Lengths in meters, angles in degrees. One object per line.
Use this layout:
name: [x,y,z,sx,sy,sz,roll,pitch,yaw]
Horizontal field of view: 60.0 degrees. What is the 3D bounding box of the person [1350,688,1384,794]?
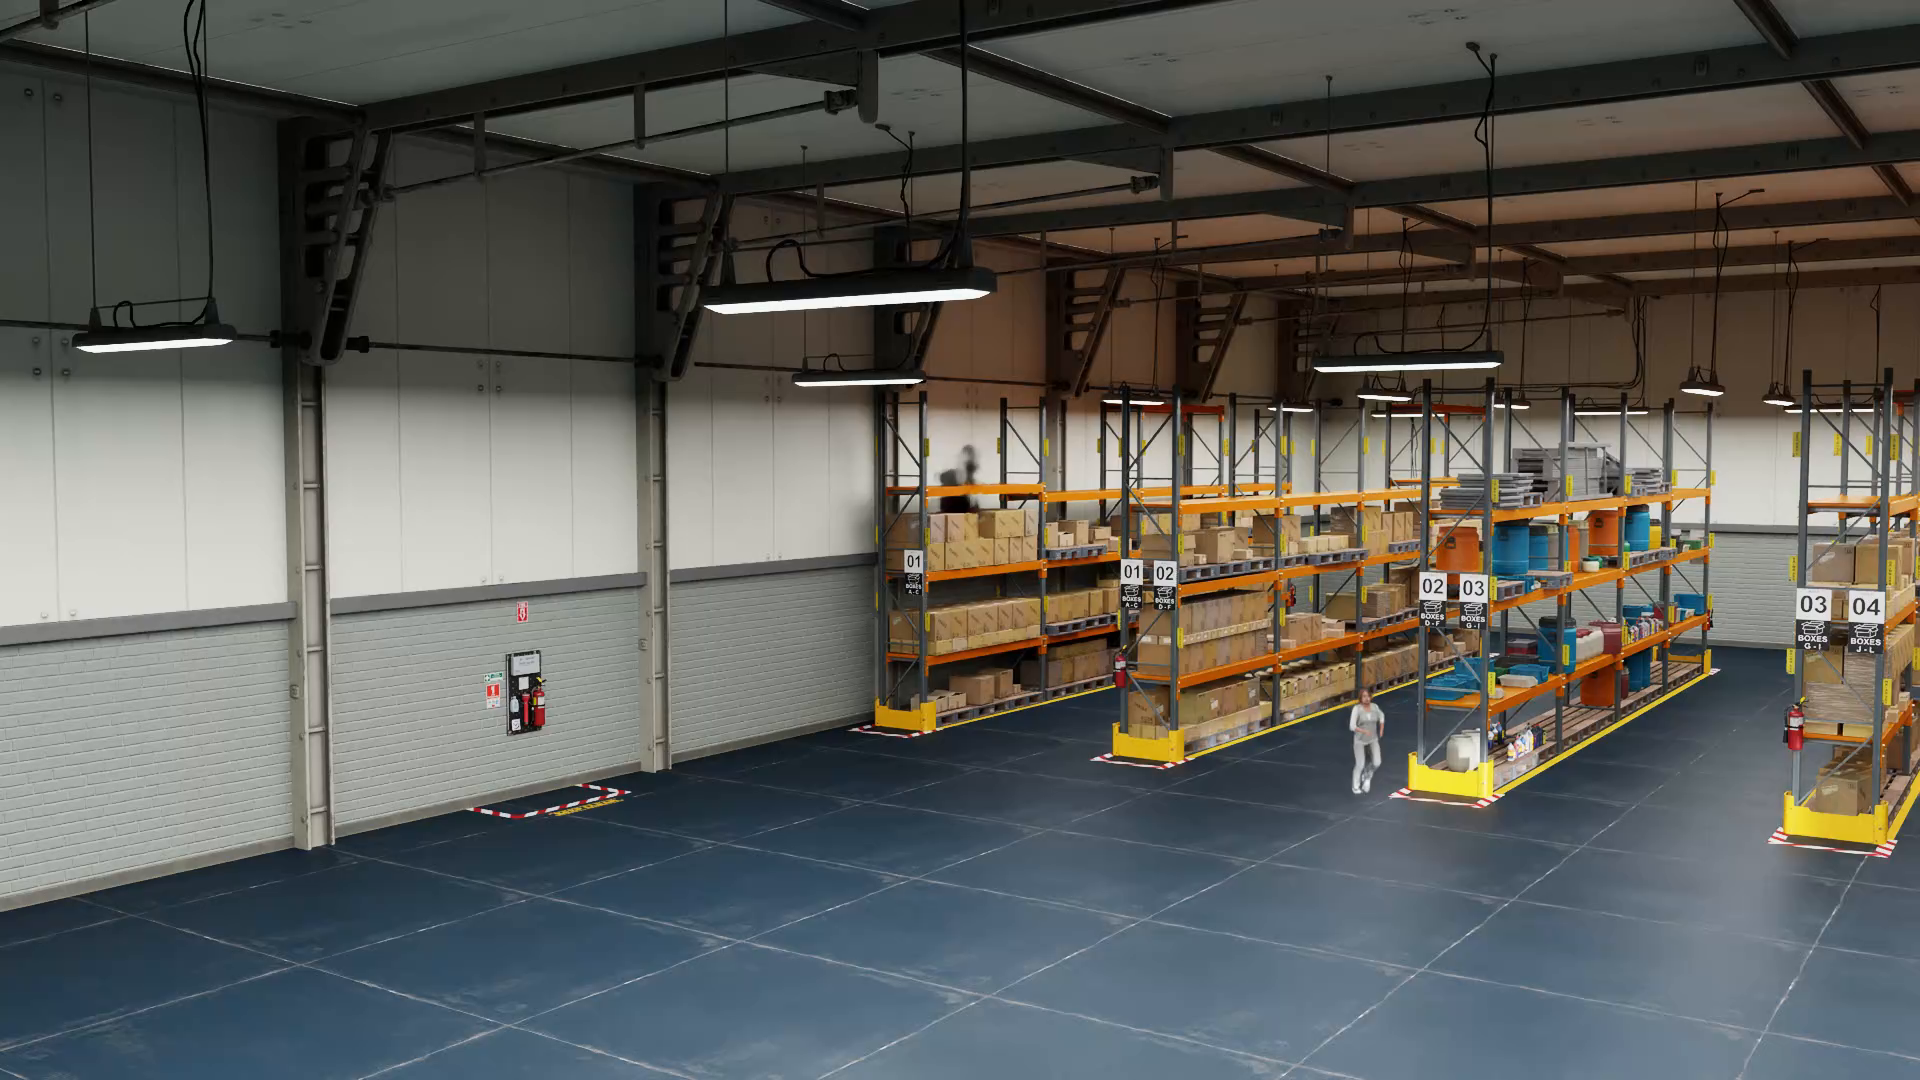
person: [5.823,2.889,23.743,0.560,1.549,0.741,0,3,-2]
